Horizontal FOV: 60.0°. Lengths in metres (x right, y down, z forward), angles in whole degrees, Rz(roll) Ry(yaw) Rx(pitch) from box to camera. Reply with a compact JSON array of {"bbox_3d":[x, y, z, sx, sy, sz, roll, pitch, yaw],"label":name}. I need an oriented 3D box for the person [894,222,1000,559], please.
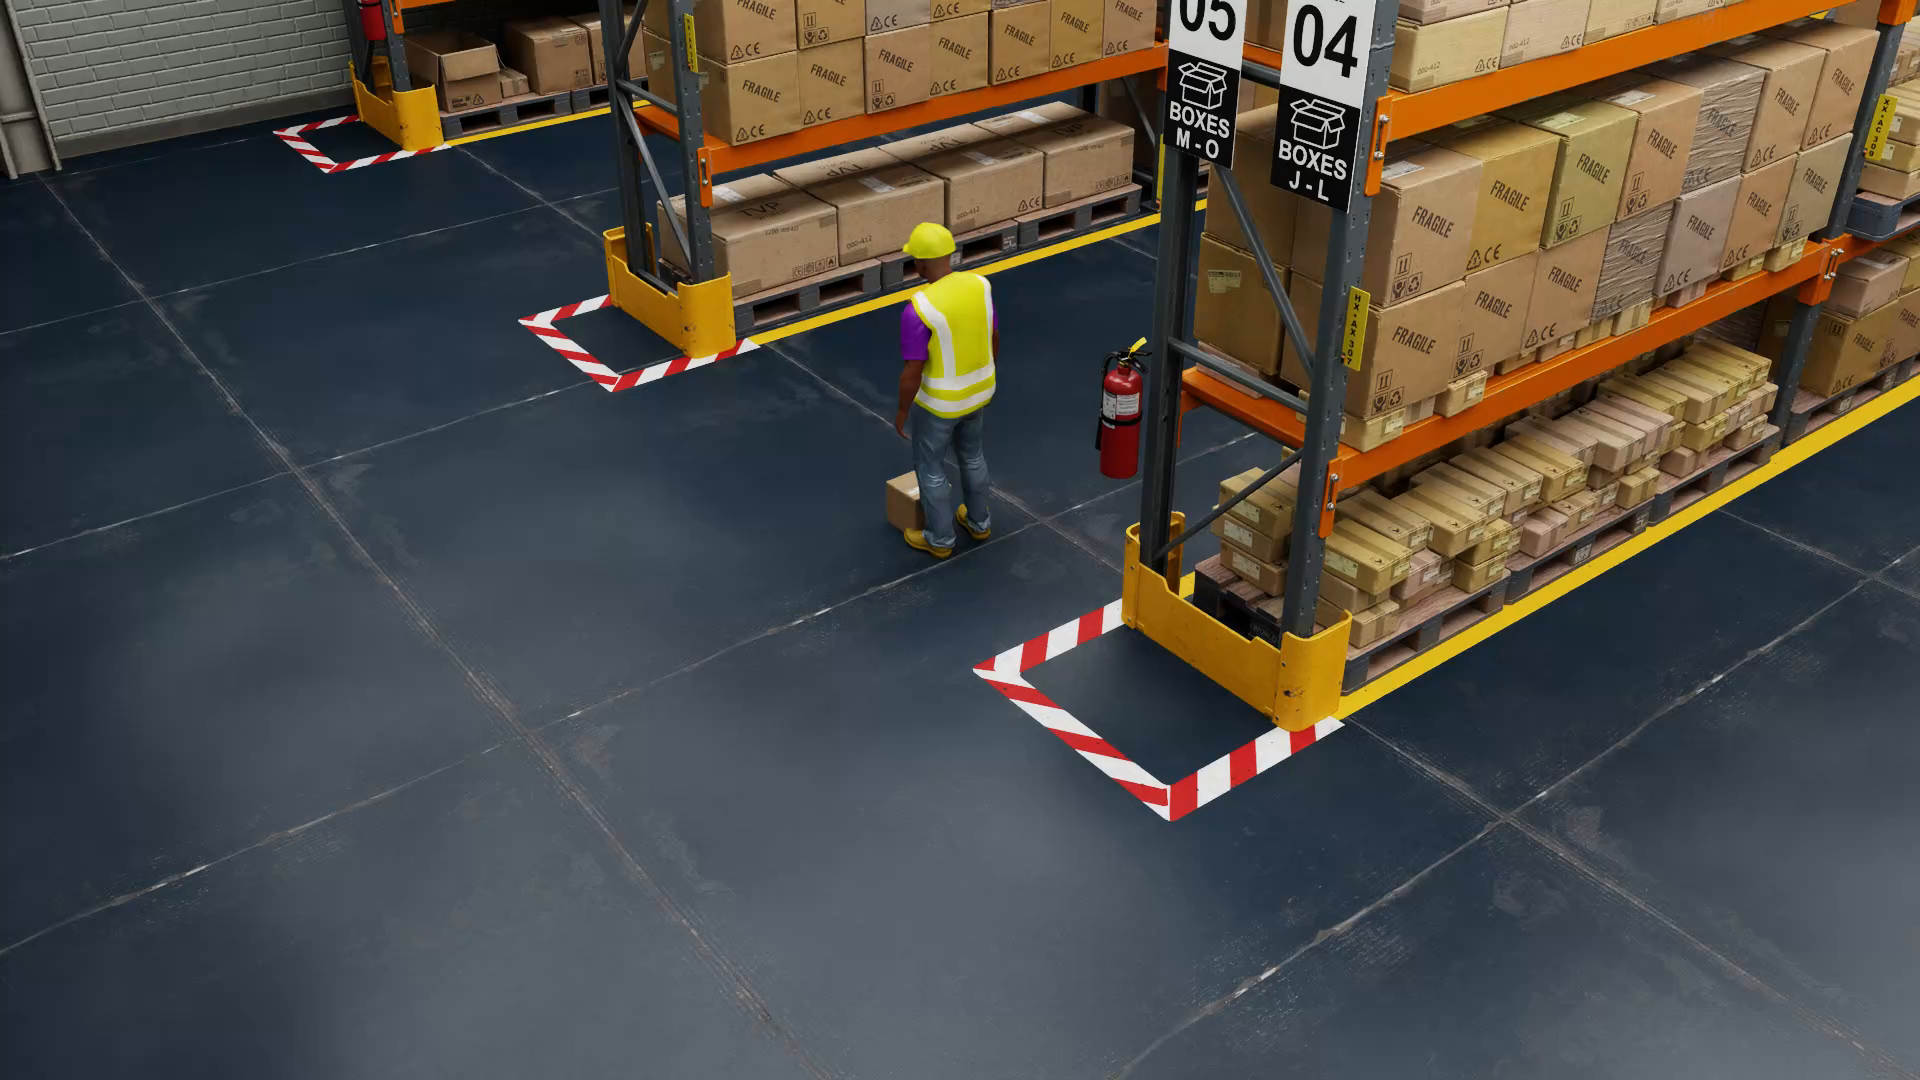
[{"bbox_3d":[-0.074,-0.736,8.299,0.632,1.759,0.461,-25,40,-34],"label":"person"}]
